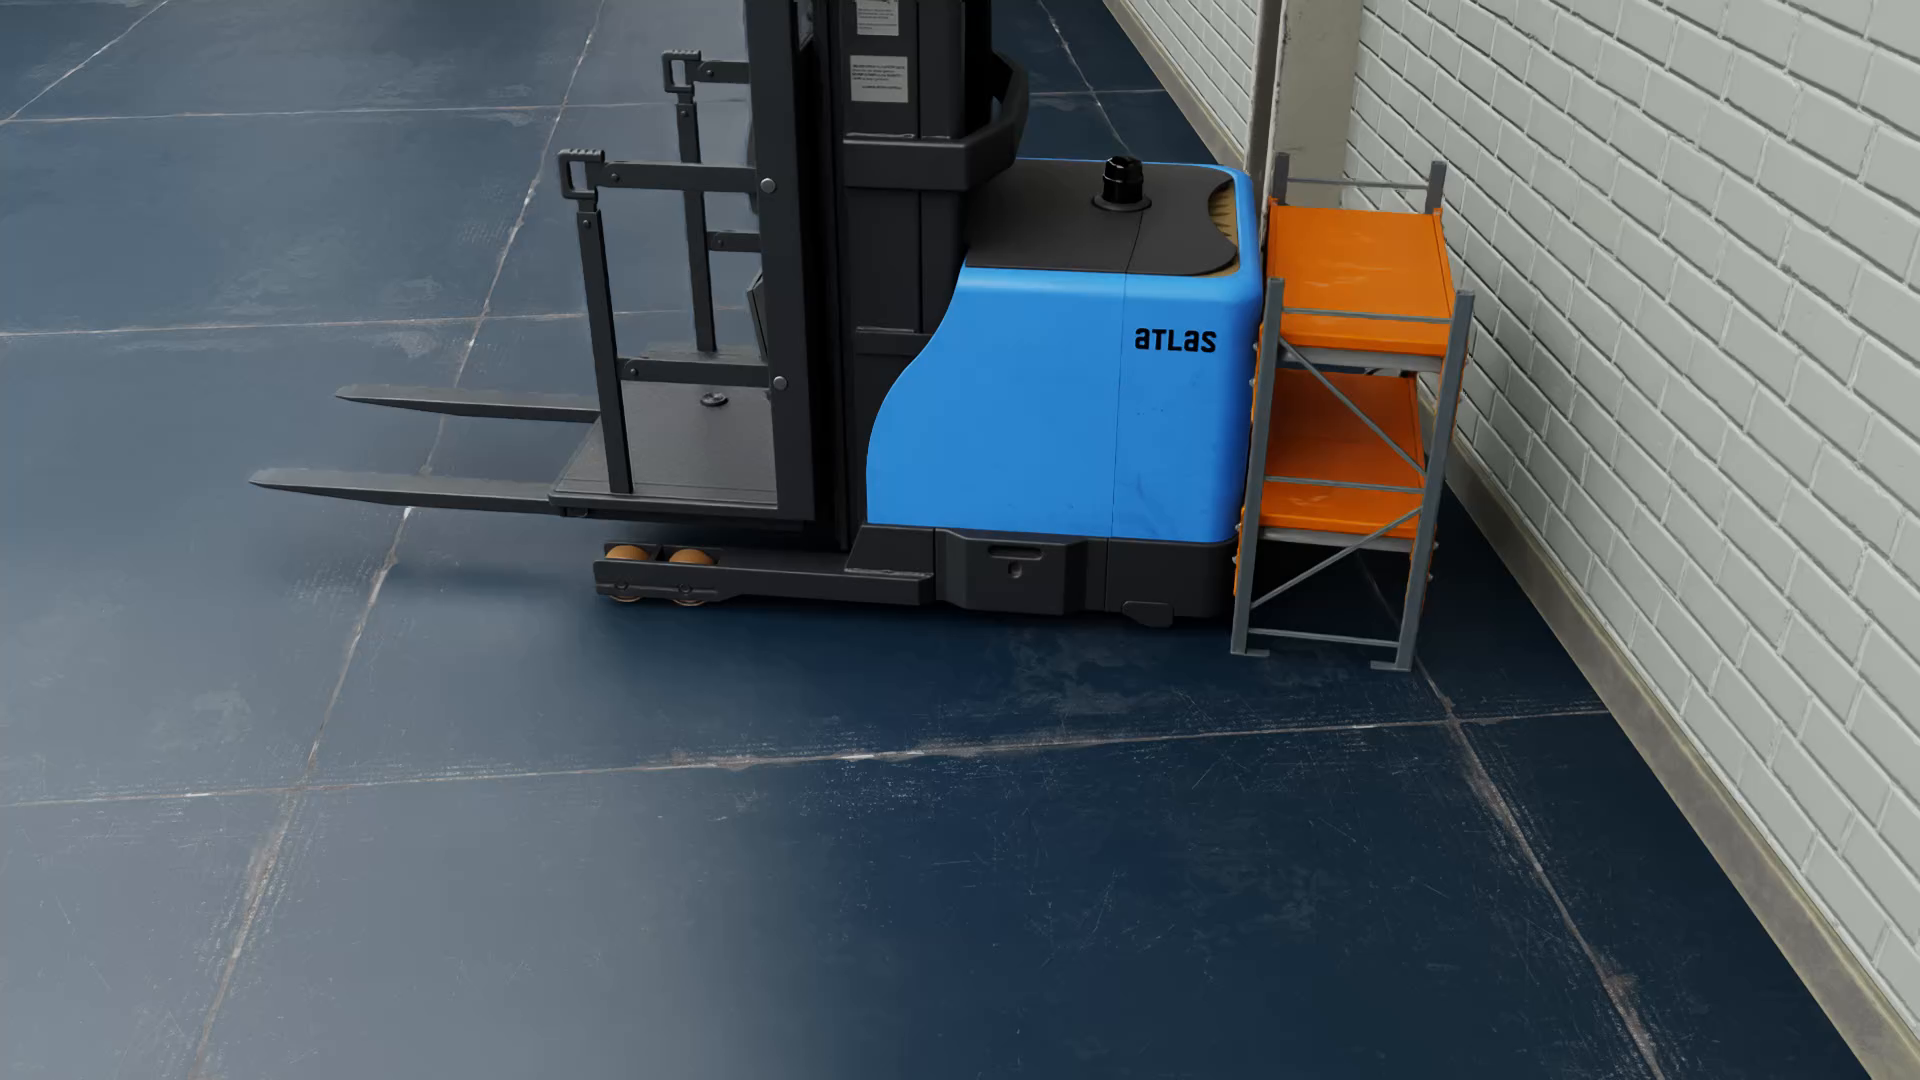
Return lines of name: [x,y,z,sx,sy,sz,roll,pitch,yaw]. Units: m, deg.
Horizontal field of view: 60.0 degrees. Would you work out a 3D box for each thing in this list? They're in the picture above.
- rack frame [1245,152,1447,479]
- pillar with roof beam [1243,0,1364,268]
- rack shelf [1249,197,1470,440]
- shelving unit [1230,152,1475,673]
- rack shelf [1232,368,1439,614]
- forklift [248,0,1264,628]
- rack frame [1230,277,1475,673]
rack frame: [1.196,-0.657,5.253,0.500,1.125,0.032,5,31,9]
pillar with roof beam: [-2.933,-4.720,4.377,9.100,9.000,0.400,-3,31,-5]
rack shelf: [1.104,-0.652,4.673,0.538,0.278,1.000,5,31,9]
shelving unit: [1.104,-0.400,4.824,0.538,1.125,1.048,5,31,9]
rack shelf: [1.104,-0.191,4.949,0.538,0.278,1.000,5,31,9]
forklift: [-0.652,-1.327,4.613,3.031,2.935,1.130,3,31,6]
rack frame: [1.013,-0.144,4.394,0.500,1.125,0.032,5,31,9]
